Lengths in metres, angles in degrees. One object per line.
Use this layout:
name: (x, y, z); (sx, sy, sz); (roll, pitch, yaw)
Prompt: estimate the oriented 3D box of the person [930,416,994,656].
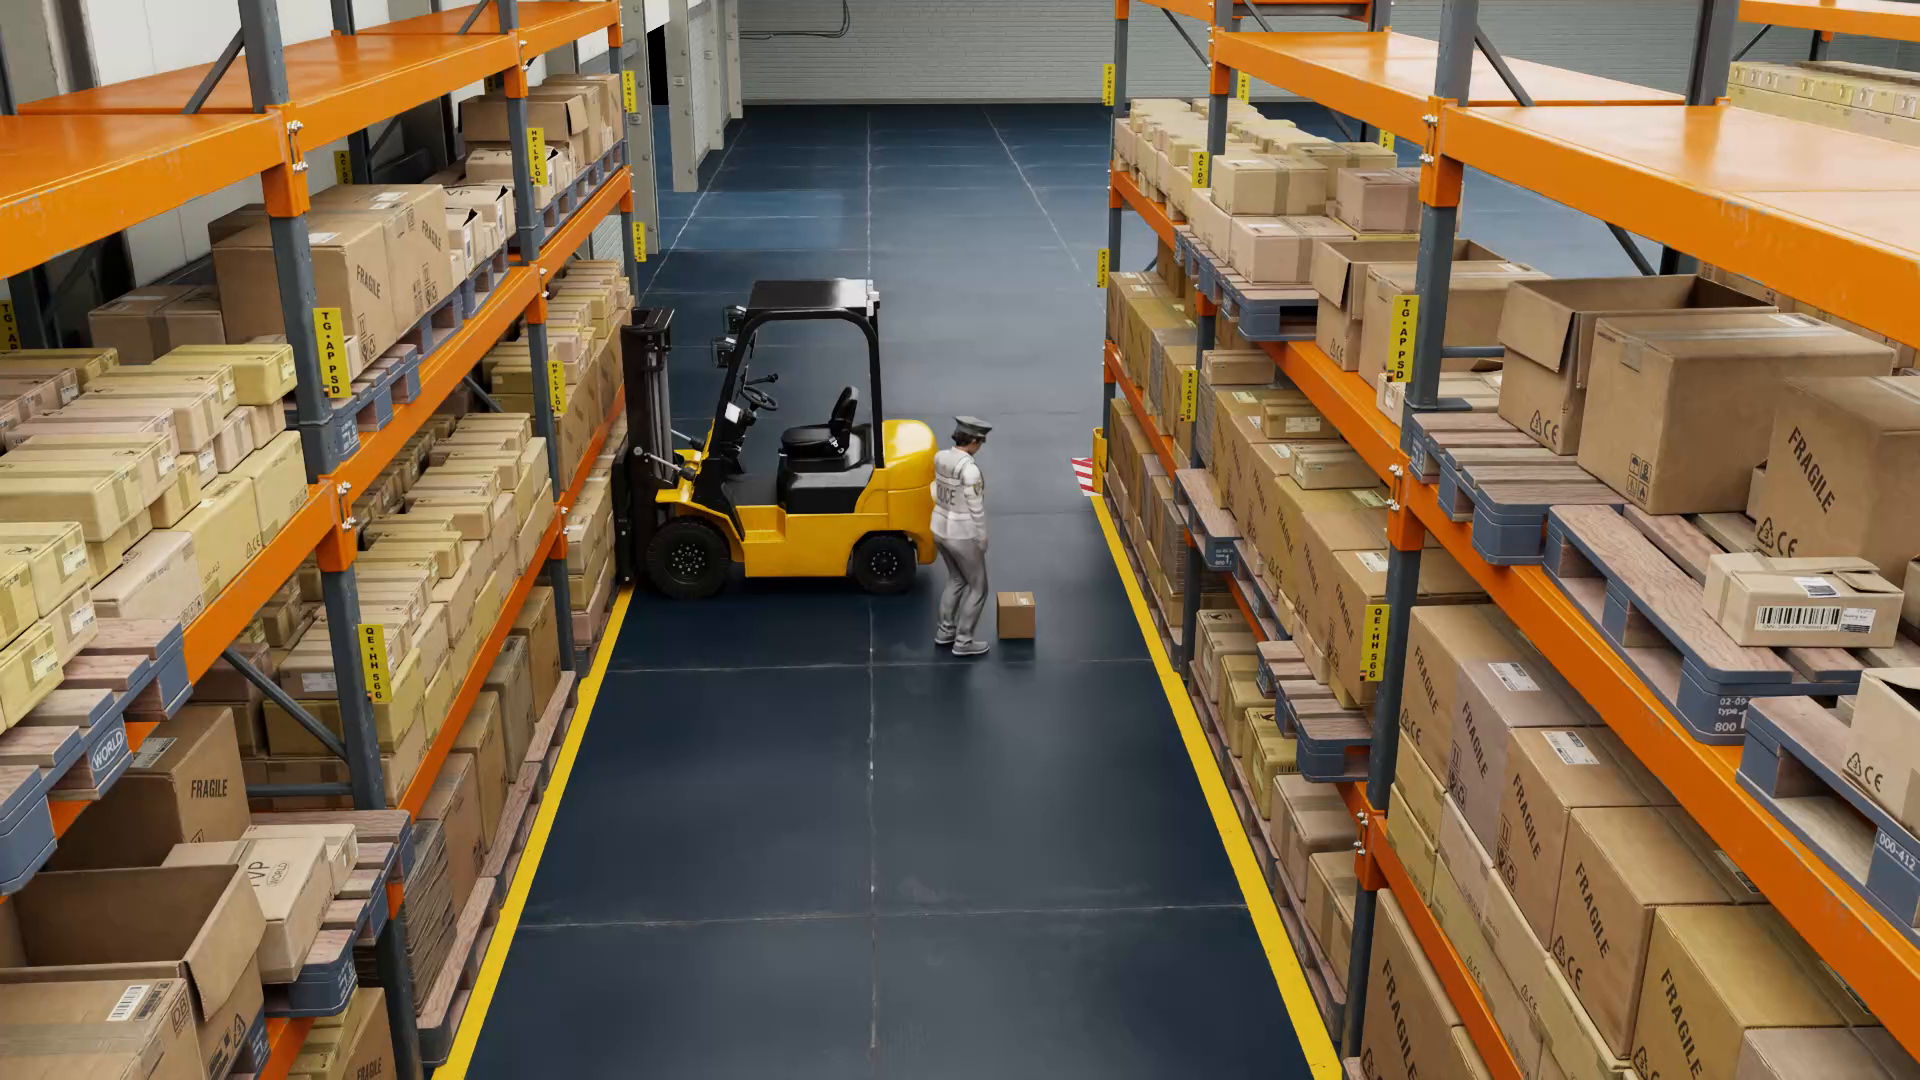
person: (0.014, -0.034, 11.238); (0.424, 1.628, 0.496); (-12, 24, -29)
